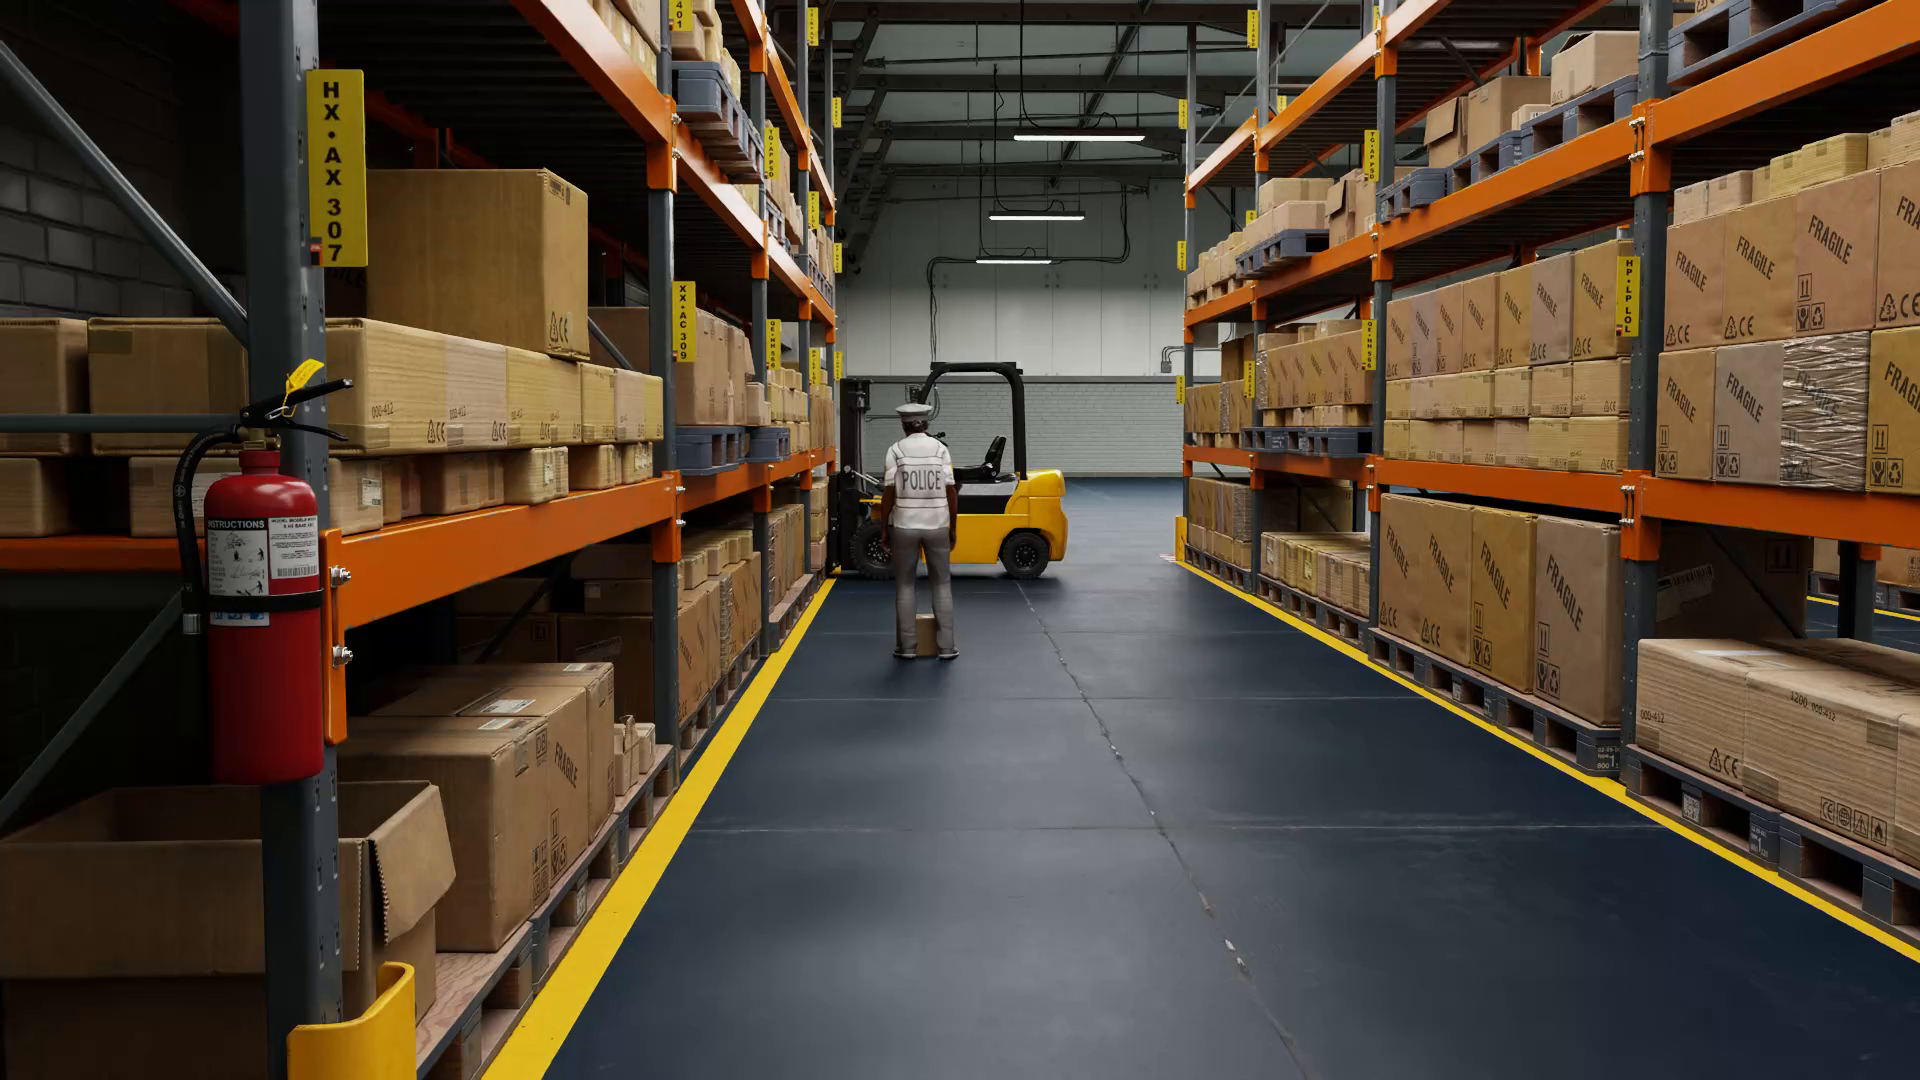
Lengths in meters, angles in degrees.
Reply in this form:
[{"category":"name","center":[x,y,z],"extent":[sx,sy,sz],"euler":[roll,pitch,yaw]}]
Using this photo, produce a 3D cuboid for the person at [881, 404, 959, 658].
[{"category":"person","center":[-0.257,-0.056,10.821],"extent":[0.521,1.659,0.417],"euler":[-1,4,-8]}]
